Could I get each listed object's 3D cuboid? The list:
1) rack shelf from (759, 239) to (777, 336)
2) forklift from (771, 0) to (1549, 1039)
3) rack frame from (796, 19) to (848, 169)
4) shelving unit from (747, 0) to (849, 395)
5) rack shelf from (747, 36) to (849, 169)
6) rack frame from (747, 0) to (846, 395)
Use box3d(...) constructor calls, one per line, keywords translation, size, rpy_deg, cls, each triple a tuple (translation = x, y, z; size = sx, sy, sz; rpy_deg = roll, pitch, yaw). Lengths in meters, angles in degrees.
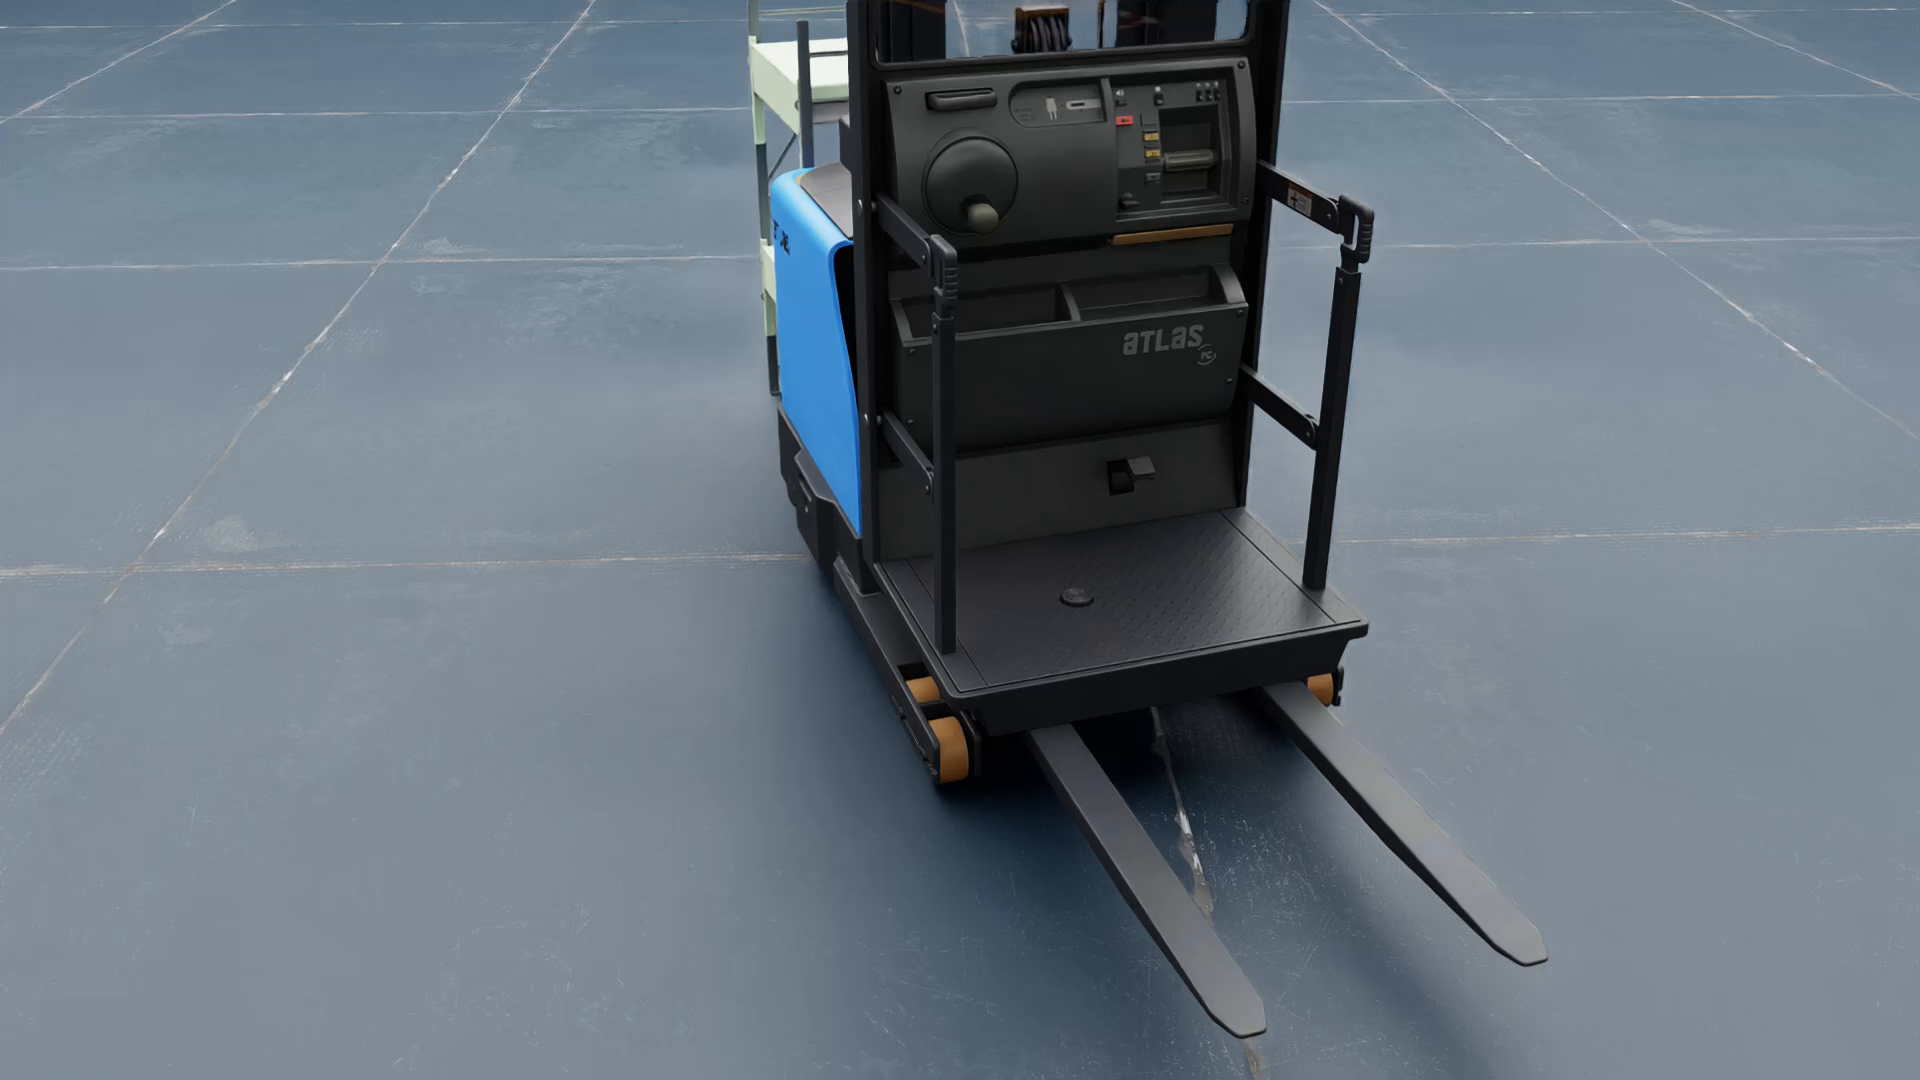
box3d(translation=(-0.417, -0.799, 5.865), size=(0.431, 0.370, 0.720), rpy_deg=(-9, 29, -16), cls="rack shelf")
box3d(translation=(0.350, -0.908, 3.822), size=(1.130, 2.935, 3.031), rpy_deg=(-9, 29, -16), cls="forklift")
box3d(translation=(-0.302, -0.927, 5.406), size=(0.400, 1.500, 0.023), rpy_deg=(-9, 29, -16), cls="rack frame")
box3d(translation=(-0.417, -1.088, 5.714), size=(0.431, 1.500, 0.755), rpy_deg=(-9, 29, -16), cls="shelving unit")
box3d(translation=(-0.417, -1.434, 5.534), size=(0.431, 0.370, 0.720), rpy_deg=(-9, 29, -16), cls="rack shelf")
box3d(translation=(-0.531, -1.249, 6.022), size=(0.400, 1.500, 0.023), rpy_deg=(-9, 29, -16), cls="rack frame")
